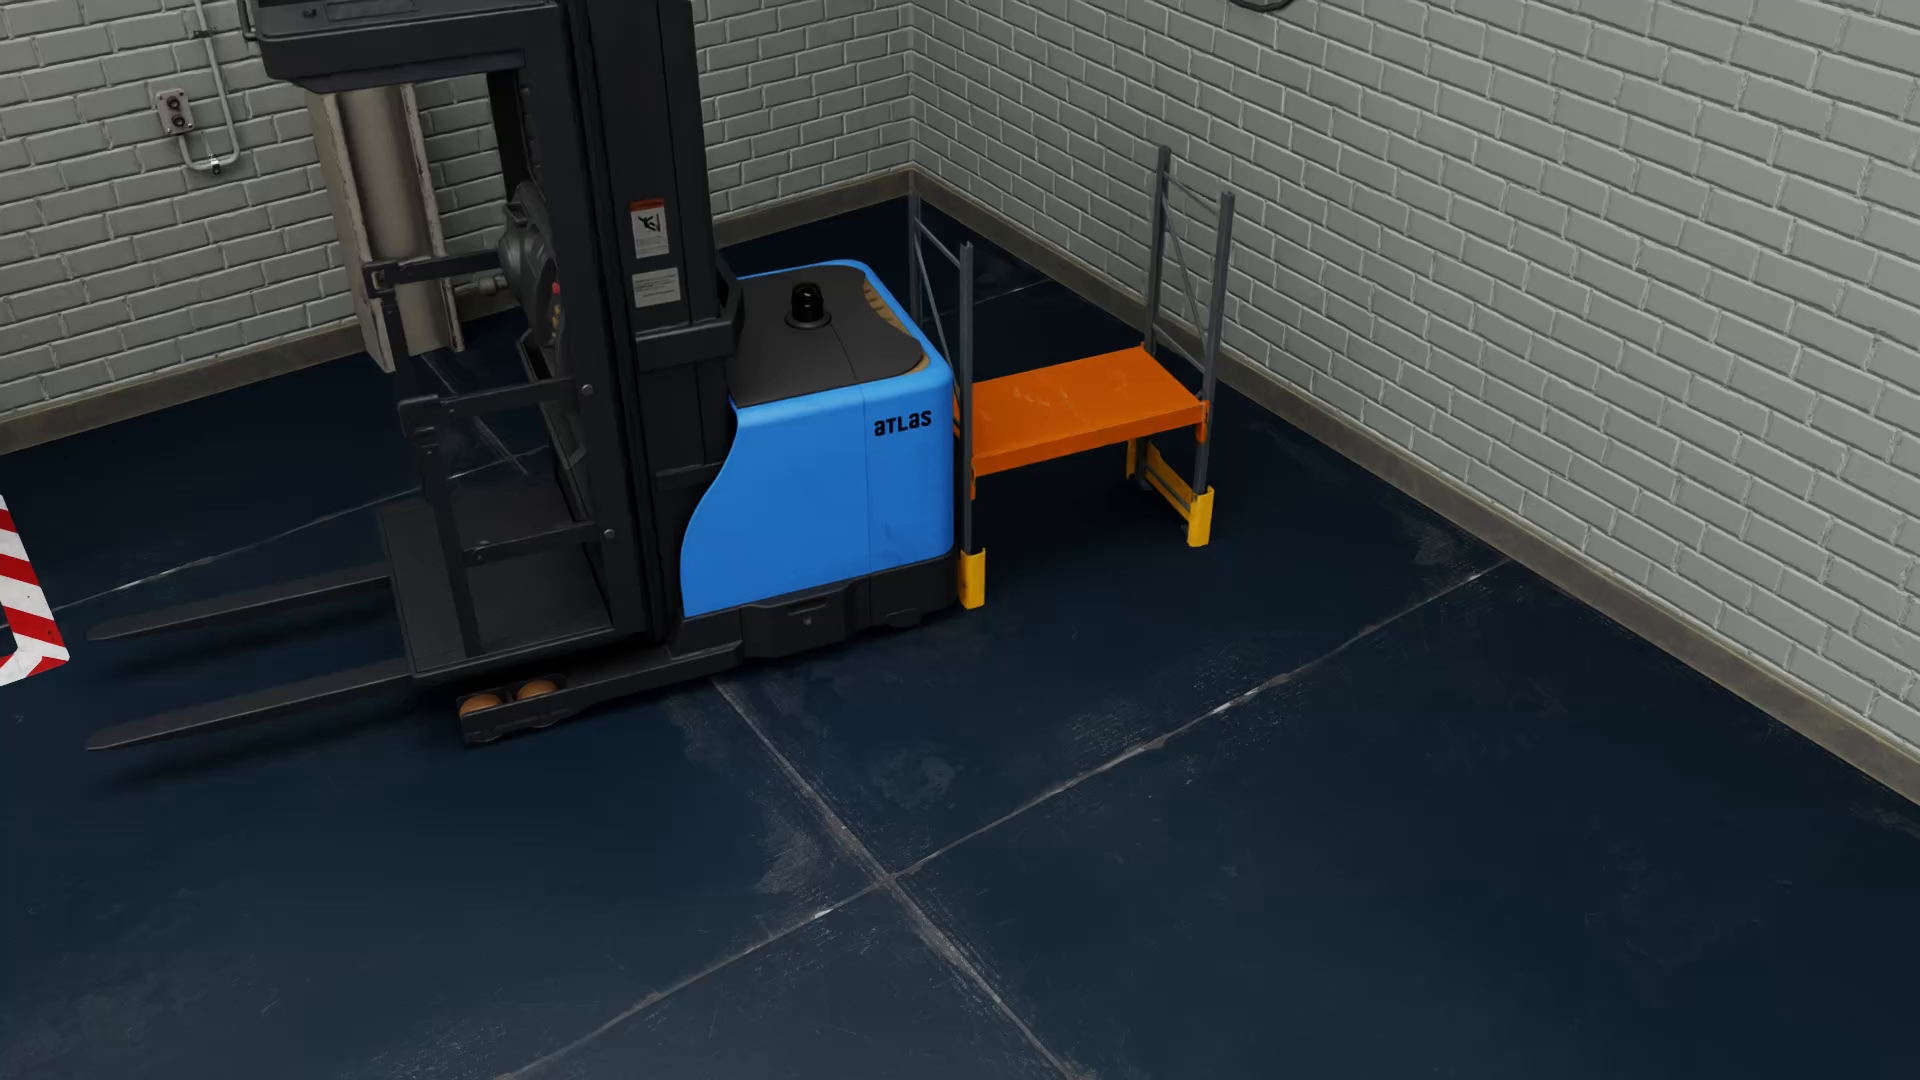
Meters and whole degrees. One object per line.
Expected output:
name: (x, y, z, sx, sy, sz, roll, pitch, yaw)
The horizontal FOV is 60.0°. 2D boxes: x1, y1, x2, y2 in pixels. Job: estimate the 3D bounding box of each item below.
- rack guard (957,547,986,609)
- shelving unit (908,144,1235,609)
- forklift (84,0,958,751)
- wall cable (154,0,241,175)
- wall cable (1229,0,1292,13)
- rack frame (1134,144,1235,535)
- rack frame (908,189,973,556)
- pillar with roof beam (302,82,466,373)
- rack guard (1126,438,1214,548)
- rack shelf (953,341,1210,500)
rack guard: (-0.053, 0.001, 6.534, 0.087, 0.250, 0.587, -14, 38, -19)
shelving unit: (0.403, -0.624, 6.332, 1.083, 1.500, 0.587, -14, 38, -19)
forklift: (-1.577, -0.840, 5.407, 3.031, 2.935, 1.130, -13, 38, -18)
wall cable: (-3.840, -2.117, 6.255, 1.851, 1.984, 0.084, -22, 41, -28)
wall cable: (0.487, -3.730, 6.888, 0.112, 2.526, 3.097, -22, 41, -28)
rack frame: (0.860, -0.741, 6.496, 0.032, 1.500, 0.500, -14, 38, -19)
rack frame: (-0.071, -0.502, 6.163, 0.032, 1.500, 0.500, -14, 38, -19)
pillar with roof beam: (-0.153, -2.525, 2.553, 0.400, 9.000, 9.100, -22, 41, -28)
rack guard: (0.859, -0.233, 6.860, 0.087, 0.250, 0.587, -14, 38, -19)
rack shelf: (0.395, -0.475, 6.434, 1.000, 0.185, 0.538, -14, 38, -19)
